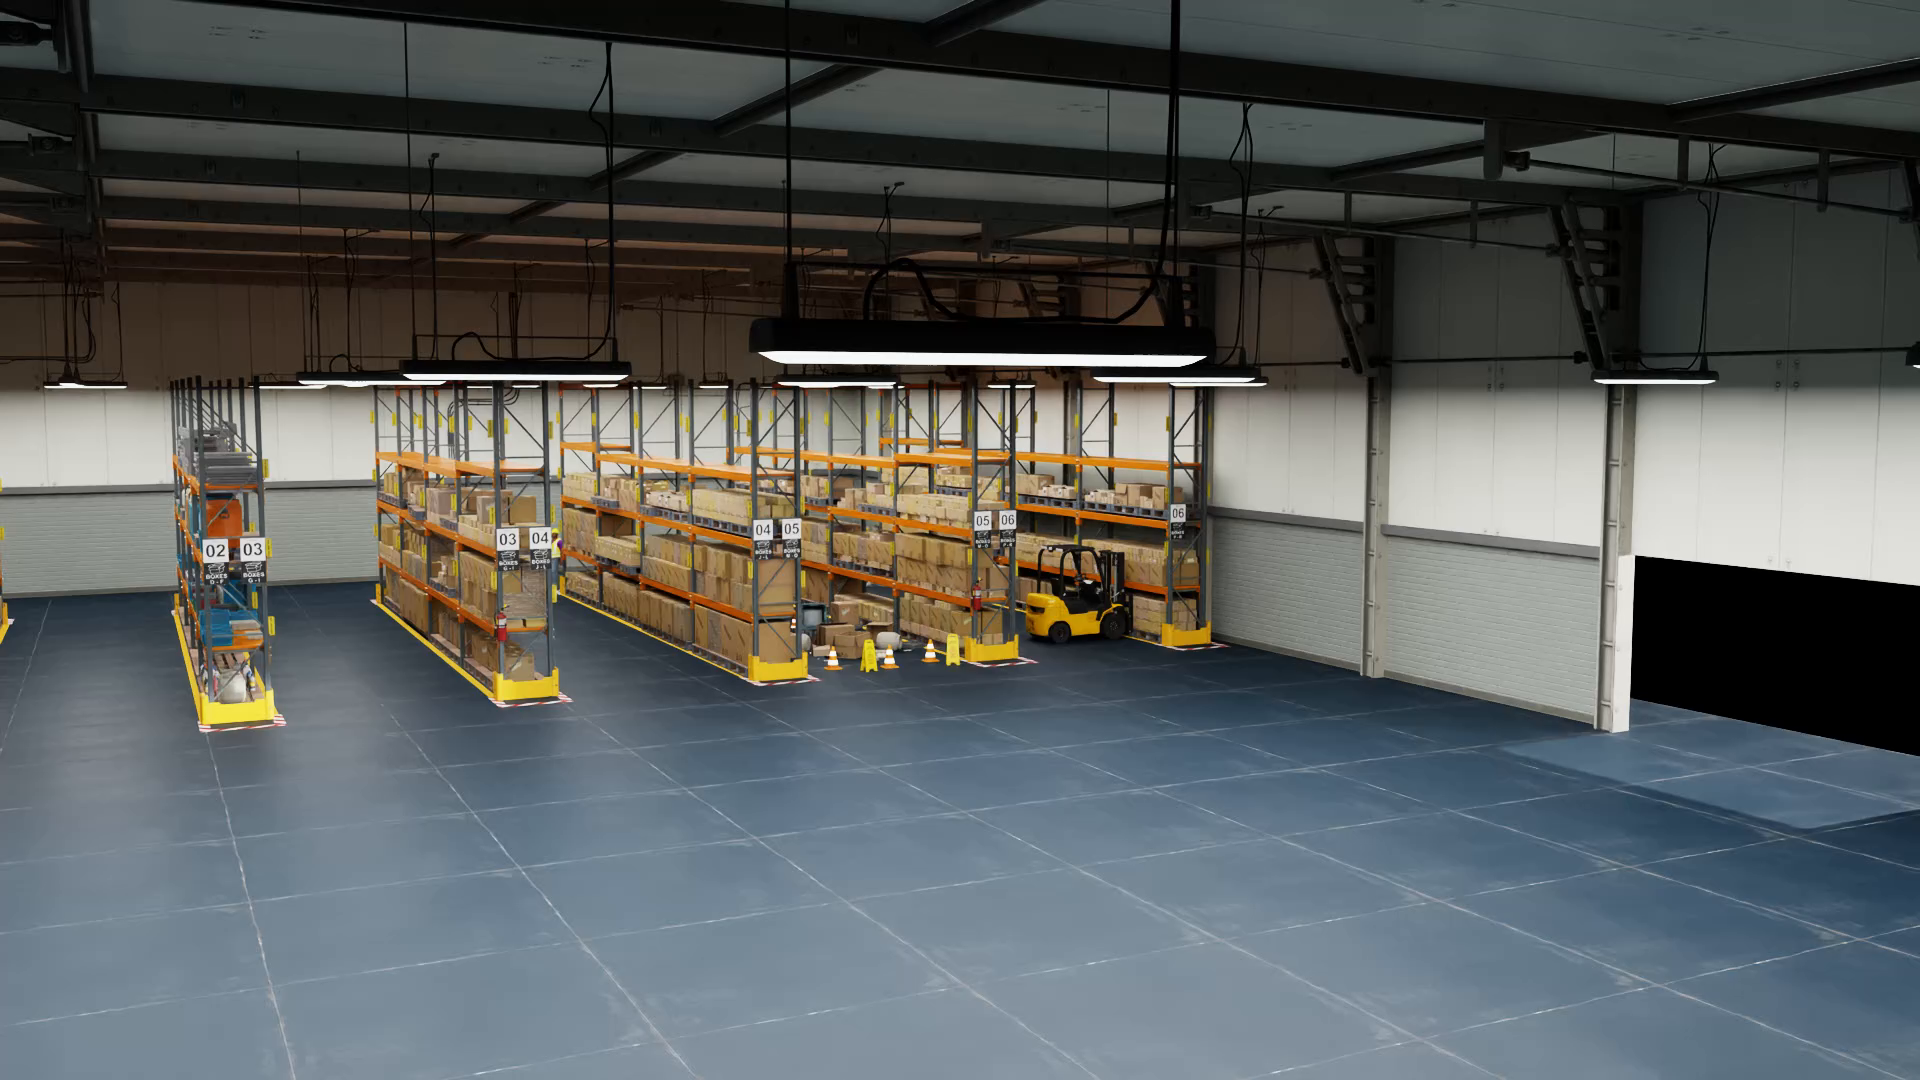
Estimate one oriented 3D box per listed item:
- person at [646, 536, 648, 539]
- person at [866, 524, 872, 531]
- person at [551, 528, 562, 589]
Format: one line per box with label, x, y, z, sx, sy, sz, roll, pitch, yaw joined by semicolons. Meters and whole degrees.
person;-8.714;0.721;46.645;0.588;1.725;0.401;1;5;12
person;-2.741;0.345;48.845;0.647;1.646;0.590;-4;7;-40
person;-11.802;0.563;48.336;0.589;1.798;0.511;1;5;16
